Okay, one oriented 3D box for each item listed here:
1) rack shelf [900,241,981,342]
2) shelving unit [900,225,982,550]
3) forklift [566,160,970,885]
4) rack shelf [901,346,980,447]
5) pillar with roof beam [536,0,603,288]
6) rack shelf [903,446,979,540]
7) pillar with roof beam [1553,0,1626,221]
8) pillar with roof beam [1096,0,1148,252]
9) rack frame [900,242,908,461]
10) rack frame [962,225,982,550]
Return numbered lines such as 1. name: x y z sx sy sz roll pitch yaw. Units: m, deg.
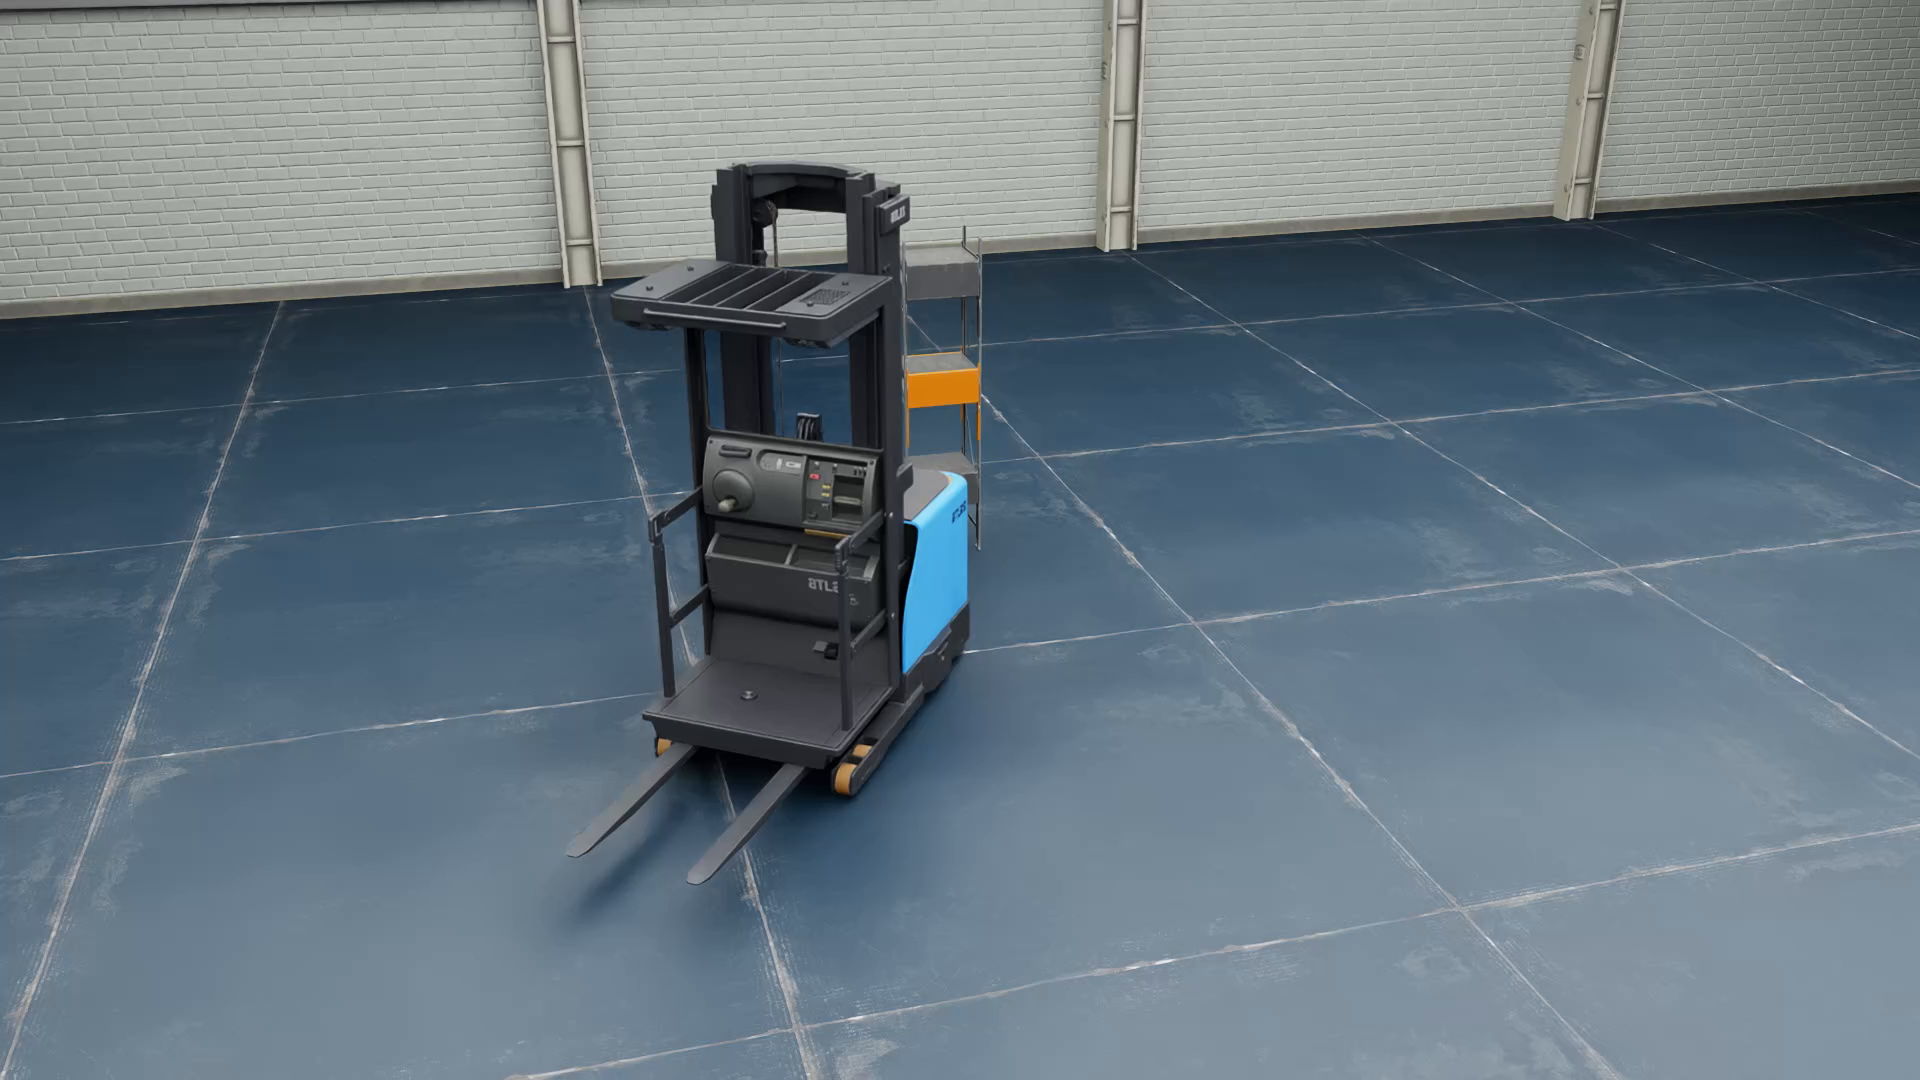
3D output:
1. rack shelf: -0.159 -1.578 10.524 0.480 0.518 0.431 -6 24 -14
2. shelving unit: -0.159 -0.947 10.795 0.503 2.100 0.431 -6 24 -14
3. forklift: -0.927 -0.254 8.125 1.130 2.935 3.031 8 25 18
4. rack shelf: -0.159 -0.935 10.800 0.480 0.518 0.431 -6 24 -14
5. pillar with roof beam: -2.824 -5.213 11.987 0.400 9.000 9.100 -6 24 -14
6. rack shelf: -0.159 -0.291 11.076 0.480 0.518 0.431 -6 24 -14
7. pillar with roof beam: 8.730 -6.491 14.966 0.400 9.000 9.100 -6 24 -14
8. pillar with roof beam: 2.953 -5.852 13.476 0.400 9.000 9.100 -6 24 -14
9. rack frame: -0.394 -0.921 10.734 0.015 2.100 0.400 -6 24 -14
10. rack frame: 0.076 -0.973 10.855 0.015 2.100 0.400 -6 24 -14
